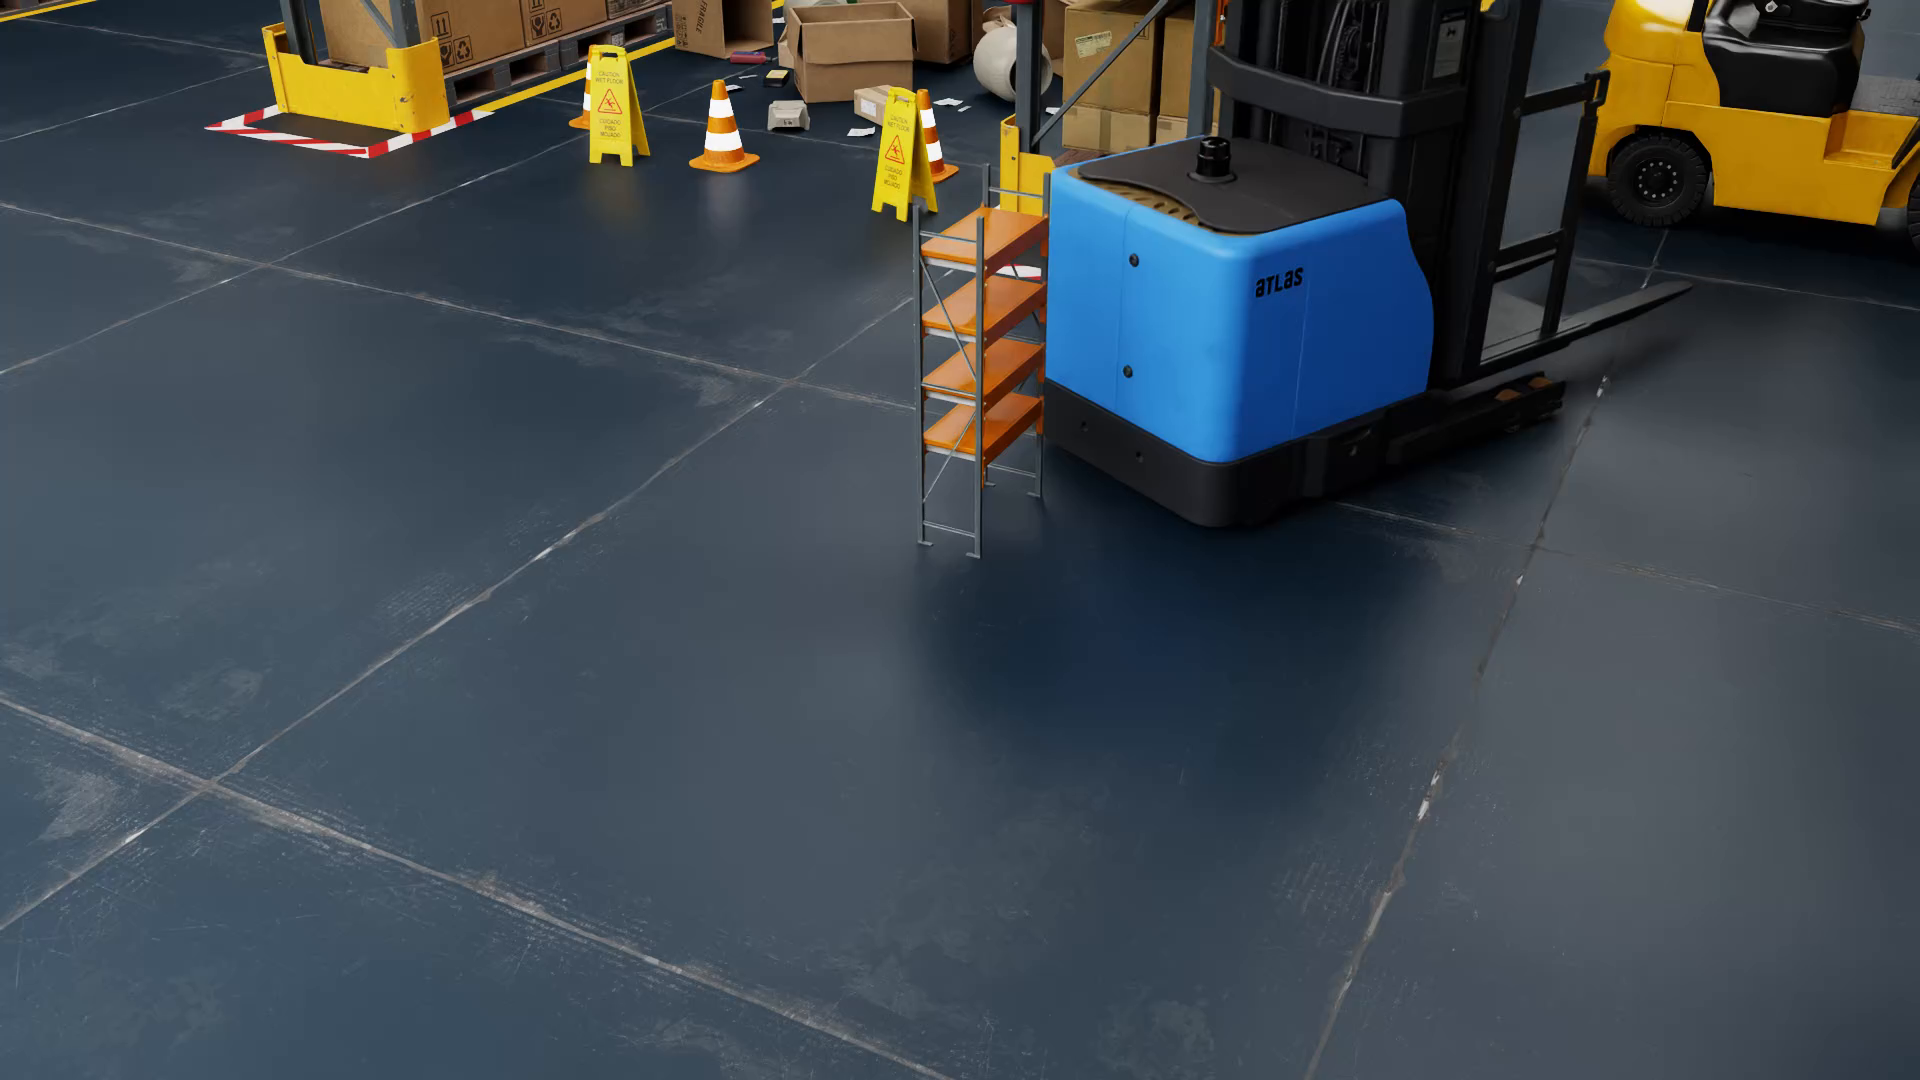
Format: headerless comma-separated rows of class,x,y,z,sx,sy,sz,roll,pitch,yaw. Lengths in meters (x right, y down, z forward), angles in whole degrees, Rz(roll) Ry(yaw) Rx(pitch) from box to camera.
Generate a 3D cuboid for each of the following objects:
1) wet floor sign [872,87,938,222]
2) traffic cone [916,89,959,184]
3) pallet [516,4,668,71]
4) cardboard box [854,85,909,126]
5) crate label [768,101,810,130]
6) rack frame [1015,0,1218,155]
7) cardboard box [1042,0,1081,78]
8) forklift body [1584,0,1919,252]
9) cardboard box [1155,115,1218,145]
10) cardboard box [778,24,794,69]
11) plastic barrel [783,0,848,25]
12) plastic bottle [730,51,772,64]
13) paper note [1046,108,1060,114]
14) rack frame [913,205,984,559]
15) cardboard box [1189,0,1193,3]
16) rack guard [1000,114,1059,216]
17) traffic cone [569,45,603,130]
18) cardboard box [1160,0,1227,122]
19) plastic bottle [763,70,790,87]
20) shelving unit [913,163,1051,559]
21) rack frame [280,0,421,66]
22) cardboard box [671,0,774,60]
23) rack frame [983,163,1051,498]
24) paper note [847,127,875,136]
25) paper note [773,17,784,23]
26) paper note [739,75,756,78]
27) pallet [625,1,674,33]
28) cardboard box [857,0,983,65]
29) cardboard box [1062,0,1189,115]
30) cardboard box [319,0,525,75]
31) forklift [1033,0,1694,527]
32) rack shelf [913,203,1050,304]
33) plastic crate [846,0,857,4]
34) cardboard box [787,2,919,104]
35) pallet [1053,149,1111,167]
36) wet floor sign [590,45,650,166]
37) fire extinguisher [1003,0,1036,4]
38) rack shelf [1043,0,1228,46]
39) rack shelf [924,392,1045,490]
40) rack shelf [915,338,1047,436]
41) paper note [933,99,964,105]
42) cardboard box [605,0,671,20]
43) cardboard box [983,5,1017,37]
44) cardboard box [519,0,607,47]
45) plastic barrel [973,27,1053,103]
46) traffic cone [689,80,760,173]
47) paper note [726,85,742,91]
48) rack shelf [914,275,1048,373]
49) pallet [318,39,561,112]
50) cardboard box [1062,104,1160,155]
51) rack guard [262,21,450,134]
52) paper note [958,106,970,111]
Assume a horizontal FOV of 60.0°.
wet floor sign,-0.290,-2.015,8.610,0.232,0.644,0.267,-25,38,-36
traffic cone,-0.203,-2.260,9.221,0.336,0.463,0.334,14,33,23
pallet,-2.852,-3.657,11.907,1.003,0.211,1.213,14,33,23
cardboard box,-0.452,-2.680,10.267,0.250,0.149,0.380,-18,34,-28
crate label,-1.044,-2.583,10.110,0.250,0.136,0.298,-1,30,-3
rack frame,0.749,-2.877,7.748,1.000,3.000,0.127,14,33,23
cardboard box,0.872,-3.401,11.168,0.500,0.500,0.500,-12,32,-20
forklift body,4.409,-2.639,8.186,2.313,2.155,1.214,14,33,23
cardboard box,1.363,-2.162,8.842,0.500,0.250,0.500,14,33,23
cardboard box,-1.025,-3.363,11.340,0.396,0.266,0.258,21,36,32
plastic barrel,-1.033,-3.760,11.873,0.421,0.421,0.512,-12,32,-20
plastic bottle,-1.435,-3.333,11.493,0.283,0.061,0.133,4,30,6
paper note,0.609,-2.694,10.411,0.142,0.019,0.148,4,30,6
rack frame,-0.036,-0.486,5.391,0.240,1.200,0.015,14,33,23
cardboard box,1.117,-2.839,9.267,0.500,0.500,0.500,16,33,25
rack guard,0.784,-1.827,8.429,1.175,0.500,0.348,14,33,23
traffic cone,-2.198,-2.769,10.106,0.336,0.463,0.334,14,33,23
cardboard box,1.373,-2.498,8.674,0.500,0.500,0.500,13,32,22
plastic bottle,-1.211,-3.072,11.038,0.133,0.061,0.283,4,30,6
shelving unit,0.075,-0.594,5.579,0.258,1.200,0.503,14,33,23
rack frame,-3.704,-3.955,9.626,1.000,3.000,0.127,14,33,23
cardboard box,-1.675,-3.725,11.732,0.500,0.500,0.500,21,36,32
rack frame,0.187,-0.702,5.767,0.240,1.200,0.015,14,33,23
paper note,-0.592,-2.460,10.004,0.148,0.019,0.142,4,30,6
paper note,-1.382,-3.938,12.576,0.147,0.020,0.142,-7,31,-11
paper note,-1.423,-3.108,11.151,0.123,0.001,0.032,-18,34,-28
pallet,-2.297,-4.200,12.852,1.003,0.211,1.213,14,33,23
cardboard box,-0.286,-3.623,11.417,0.797,0.637,0.503,14,33,23
cardboard box,0.882,-2.606,8.863,0.500,0.500,0.500,15,33,24
cardboard box,-3.453,-3.532,10.600,0.875,0.875,0.875,14,33,24
forklift,1.771,-1.883,6.085,3.031,2.935,1.130,-20,35,-30
rack shelf,0.075,-0.934,5.383,0.258,0.148,0.480,14,33,23
plastic crate,-0.794,-4.160,12.748,0.662,0.188,0.450,-18,24,-28
cardboard box,-0.705,-3.148,10.726,0.797,0.503,0.637,-7,31,-11
pallet,1.185,-2.054,9.114,1.003,0.211,1.213,14,33,23
wet floor sign,-1.954,-2.472,9.407,0.267,0.644,0.232,9,31,15
fire extinguisher,0.287,-2.897,7.861,0.296,0.674,0.183,14,33,23
rack shelf,1.660,-3.452,9.471,1.077,0.370,4.000,14,33,23
rack shelf,0.075,-0.363,5.711,0.258,0.148,0.480,14,33,23
rack shelf,0.075,-0.535,5.613,0.258,0.148,0.480,14,33,23
paper note,-0.072,-2.798,10.603,0.142,0.019,0.148,-25,38,-36
cardboard box,-2.637,-4.326,11.983,0.875,0.875,0.875,15,33,24
cardboard box,0.289,-3.591,11.736,0.258,0.266,0.396,-7,31,-11
cardboard box,-3.055,-3.922,11.280,0.875,0.875,0.875,14,33,23
plastic barrel,0.342,-3.019,10.582,0.421,0.421,0.512,-12,32,-20
traffic cone,-1.346,-2.361,9.397,0.336,0.463,0.334,14,33,23
paper note,-1.497,-2.959,10.873,0.142,0.017,0.144,-25,38,-36
rack shelf,0.075,-0.729,5.501,0.258,0.148,0.480,14,33,23
pallet,-3.409,-3.118,10.968,1.003,0.211,1.213,14,33,23
cardboard box,0.889,-2.297,9.077,0.500,0.250,0.500,14,33,23
rack guard,-3.715,-2.861,10.230,1.175,0.500,0.348,14,33,23
paper note,0.028,-2.716,10.469,0.032,0.001,0.123,14,33,23
